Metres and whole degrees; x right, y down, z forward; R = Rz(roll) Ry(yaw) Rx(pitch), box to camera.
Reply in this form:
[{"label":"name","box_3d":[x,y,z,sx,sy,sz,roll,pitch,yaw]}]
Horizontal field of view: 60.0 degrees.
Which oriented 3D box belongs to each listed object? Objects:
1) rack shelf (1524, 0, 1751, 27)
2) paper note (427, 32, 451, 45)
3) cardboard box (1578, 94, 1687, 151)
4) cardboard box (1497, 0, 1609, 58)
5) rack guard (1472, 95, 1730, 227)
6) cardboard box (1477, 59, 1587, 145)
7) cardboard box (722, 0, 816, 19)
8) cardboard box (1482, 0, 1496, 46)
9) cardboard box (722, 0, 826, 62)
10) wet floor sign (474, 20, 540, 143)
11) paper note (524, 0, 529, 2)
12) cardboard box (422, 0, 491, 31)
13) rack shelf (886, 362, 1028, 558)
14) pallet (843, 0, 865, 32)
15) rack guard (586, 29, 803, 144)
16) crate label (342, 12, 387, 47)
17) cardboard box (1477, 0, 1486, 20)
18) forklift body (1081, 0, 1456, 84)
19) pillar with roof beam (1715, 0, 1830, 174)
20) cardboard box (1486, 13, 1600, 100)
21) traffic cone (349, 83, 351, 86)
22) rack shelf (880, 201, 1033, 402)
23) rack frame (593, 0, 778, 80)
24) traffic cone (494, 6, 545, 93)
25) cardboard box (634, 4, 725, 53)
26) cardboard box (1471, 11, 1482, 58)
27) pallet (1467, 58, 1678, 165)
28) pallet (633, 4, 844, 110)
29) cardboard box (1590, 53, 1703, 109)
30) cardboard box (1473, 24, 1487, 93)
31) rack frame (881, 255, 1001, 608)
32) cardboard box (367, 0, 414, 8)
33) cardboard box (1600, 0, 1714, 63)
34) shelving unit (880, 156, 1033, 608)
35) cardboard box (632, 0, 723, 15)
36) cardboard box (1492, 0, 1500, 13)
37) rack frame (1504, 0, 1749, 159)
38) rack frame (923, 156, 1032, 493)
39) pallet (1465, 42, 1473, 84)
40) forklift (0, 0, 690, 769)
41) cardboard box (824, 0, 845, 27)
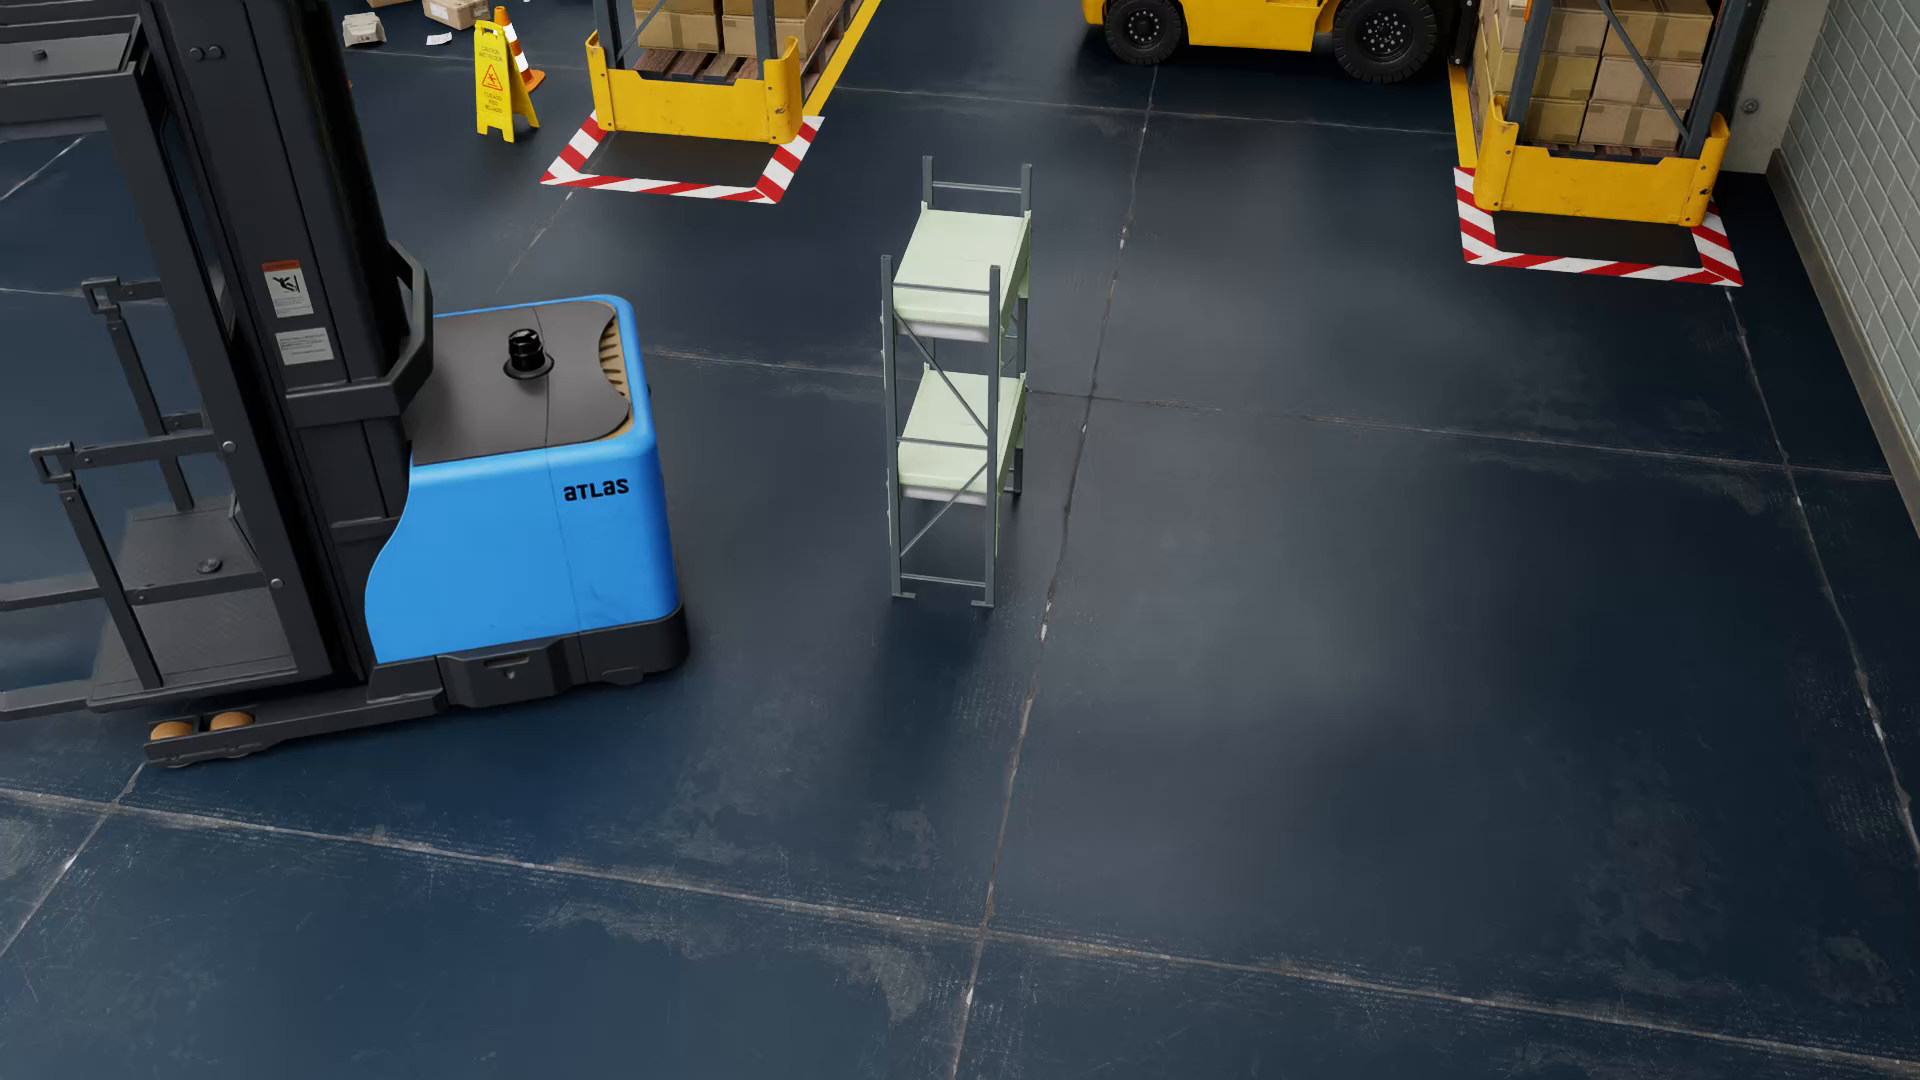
[{"label":"rack shelf","box_3d":[3.713,-3.962,9.752,1.077,0.370,4.000,6,40,8]},{"label":"paper note","box_3d":[-3.319,-3.197,10.593,0.148,0.019,0.142,-6,40,-8]},{"label":"cardboard box","box_3d":[3.645,-2.373,9.094,0.500,0.250,0.500,7,40,8]},{"label":"cardboard box","box_3d":[3.140,-2.795,8.820,0.500,0.250,0.500,8,40,9]},{"label":"rack guard","box_3d":[3.363,-2.005,8.783,1.175,0.500,0.348,6,40,8]},{"label":"cardboard box","box_3d":[3.137,-2.416,9.146,0.500,0.250,0.500,7,40,8]},{"label":"cardboard box","box_3d":[-1.107,-3.411,9.761,0.500,0.500,0.500,5,40,6]},{"label":"cardboard box","box_3d":[3.241,-2.932,9.378,0.500,0.250,0.500,6,40,7]},{"label":"cardboard box","box_3d":[-1.110,-3.107,9.982,0.500,0.250,0.500,6,40,7]},{"label":"wet floor sign","box_3d":[-2.609,-2.620,9.413,0.267,0.644,0.232,20,44,23]},{"label":"paper note","box_3d":[-2.883,-3.629,11.131,0.032,0.001,0.123,6,40,8]},{"label":"cardboard box","box_3d":[-3.285,-3.475,10.836,0.380,0.149,0.250,28,47,30]},{"label":"rack shelf","box_3d":[-0.001,-0.323,6.475,0.431,0.370,0.720,6,40,8]},{"label":"pallet","box_3d":[-1.120,-3.771,11.146,1.003,0.211,1.213,6,40,8]},{"label":"rack guard","box_3d":[-1.509,-2.613,9.518,1.175,0.500,0.348,6,40,8]},{"label":"crate label","box_3d":[-3.795,-3.247,10.570,0.250,0.136,0.298,-13,41,-15]},{"label":"cardboard box","box_3d":[3.310,-3.258,9.773,0.500,0.250,0.500,6,40,7]},{"label":"forklift body","box_3d":[1.899,-4.048,9.958,2.313,2.155,1.214,6,40,8]},{"label":"pillar with roof beam","box_3d":[0.135,-6.108,7.076,9.100,9.000,0.400,6,40,8]},{"label":"cardboard box","box_3d":[3.144,-2.619,8.999,0.500,0.250,0.500,6,40,7]},{"label":"traffic cone","box_3d":[-3.870,-2.872,9.861,0.336,0.463,0.334,6,40,8]},{"label":"rack shelf","box_3d":[-0.001,-0.875,6.018,0.431,0.370,0.720,6,40,8]},{"label":"rack frame","box_3d":[-1.522,-3.529,8.664,1.000,3.000,0.127,6,40,8]},{"label":"traffic cone","box_3d":[-2.718,-2.963,9.971,0.336,0.463,0.334,6,40,8]},{"label":"cardboard box","box_3d":[-1.643,-3.183,10.074,0.500,0.250,0.500,6,40,7]},{"label":"cardboard box","box_3d":[3.328,-3.040,9.901,0.500,0.250,0.500,7,40,8]},{"label":"pallet","box_3d":[3.458,-2.394,9.479,1.003,0.211,1.213,6,40,8]},{"label":"pallet","box_3d":[-1.334,-3.008,10.222,1.003,0.211,1.213,6,40,8]},{"label":"cardboard box","box_3d":[3.653,-2.551,8.917,0.500,0.250,0.500,7,40,8]},{"label":"cardboard box","box_3d":[3.233,-2.727,9.522,0.500,0.250,0.500,6,40,8]},{"label":"rack frame","box_3d":[-0.064,-0.344,5.989,0.400,1.500,0.023,6,40,8]},{"label":"cardboard box","box_3d":[-3.712,-3.948,11.130,0.797,0.503,0.637,-20,44,-23]},{"label":"cardboard box","box_3d":[3.637,-2.752,8.768,0.500,0.250,0.500,6,40,7]},{"label":"shelving unit","box_3d":[-0.001,-0.574,6.267,0.431,1.500,0.755,6,40,8]},{"label":"cardboard box","box_3d":[-1.640,-3.452,9.810,0.500,0.500,0.500,7,40,8]},{"label":"cardboard box","box_3d":[3.222,-3.116,9.208,0.500,0.250,0.500,7,40,8]},{"label":"rack frame","box_3d":[3.367,-2.984,8.005,1.000,3.000,0.127,6,40,8]},{"label":"rack frame","box_3d":[0.062,-0.804,6.545,0.400,1.500,0.023,6,40,8]},{"label":"pallet","box_3d":[3.672,-3.157,10.403,1.003,0.211,1.213,6,40,8]},{"label":"forklift","box_3d":[-2.572,-0.709,5.308,3.031,2.935,1.130,-9,40,-11]},{"label":"cardboard box","box_3d":[-1.014,-3.426,10.368,0.500,0.250,0.500,8,40,9]}]
